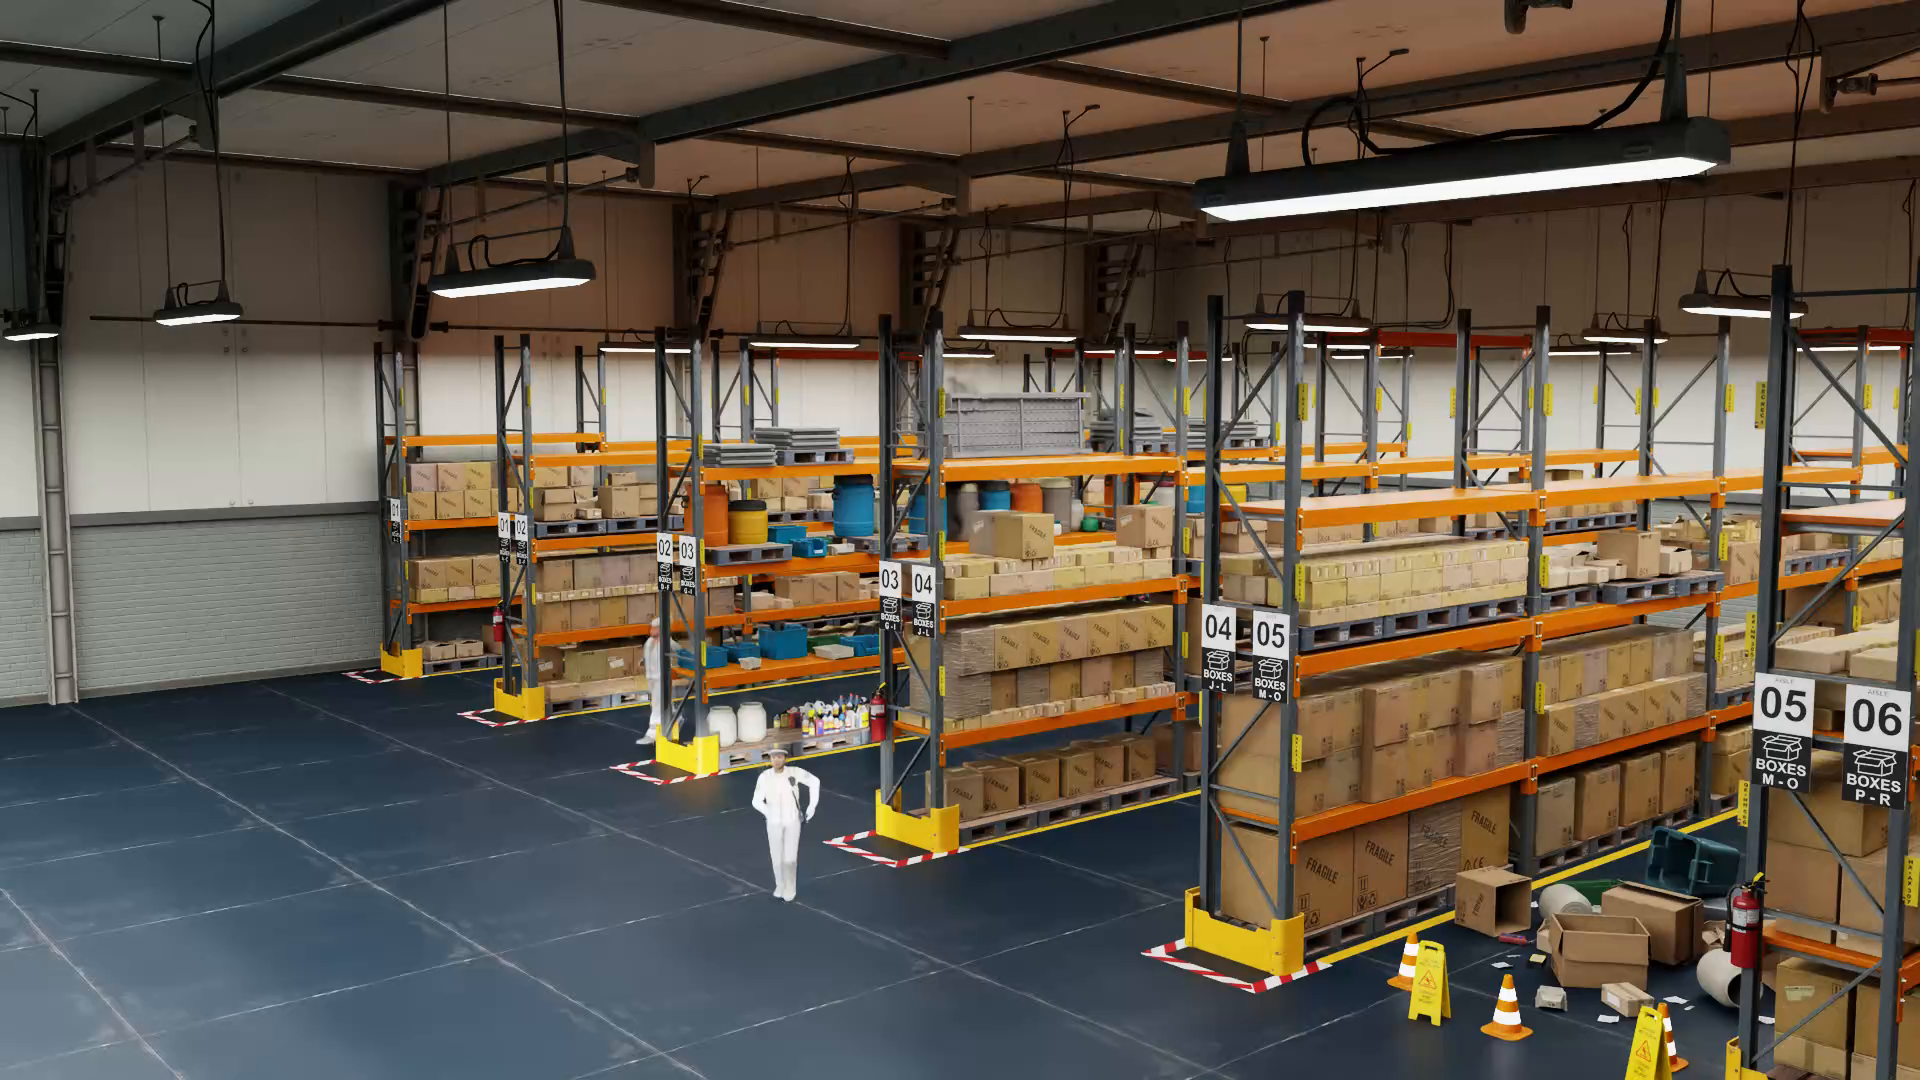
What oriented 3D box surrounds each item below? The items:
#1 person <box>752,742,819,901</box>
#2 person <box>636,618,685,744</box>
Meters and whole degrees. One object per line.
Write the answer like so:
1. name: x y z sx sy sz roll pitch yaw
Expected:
1. person: -1.743 2.814 16.570 0.626 1.650 0.784 0 5 5
2. person: -4.369 2.009 23.952 0.685 1.767 1.018 4 7 39
